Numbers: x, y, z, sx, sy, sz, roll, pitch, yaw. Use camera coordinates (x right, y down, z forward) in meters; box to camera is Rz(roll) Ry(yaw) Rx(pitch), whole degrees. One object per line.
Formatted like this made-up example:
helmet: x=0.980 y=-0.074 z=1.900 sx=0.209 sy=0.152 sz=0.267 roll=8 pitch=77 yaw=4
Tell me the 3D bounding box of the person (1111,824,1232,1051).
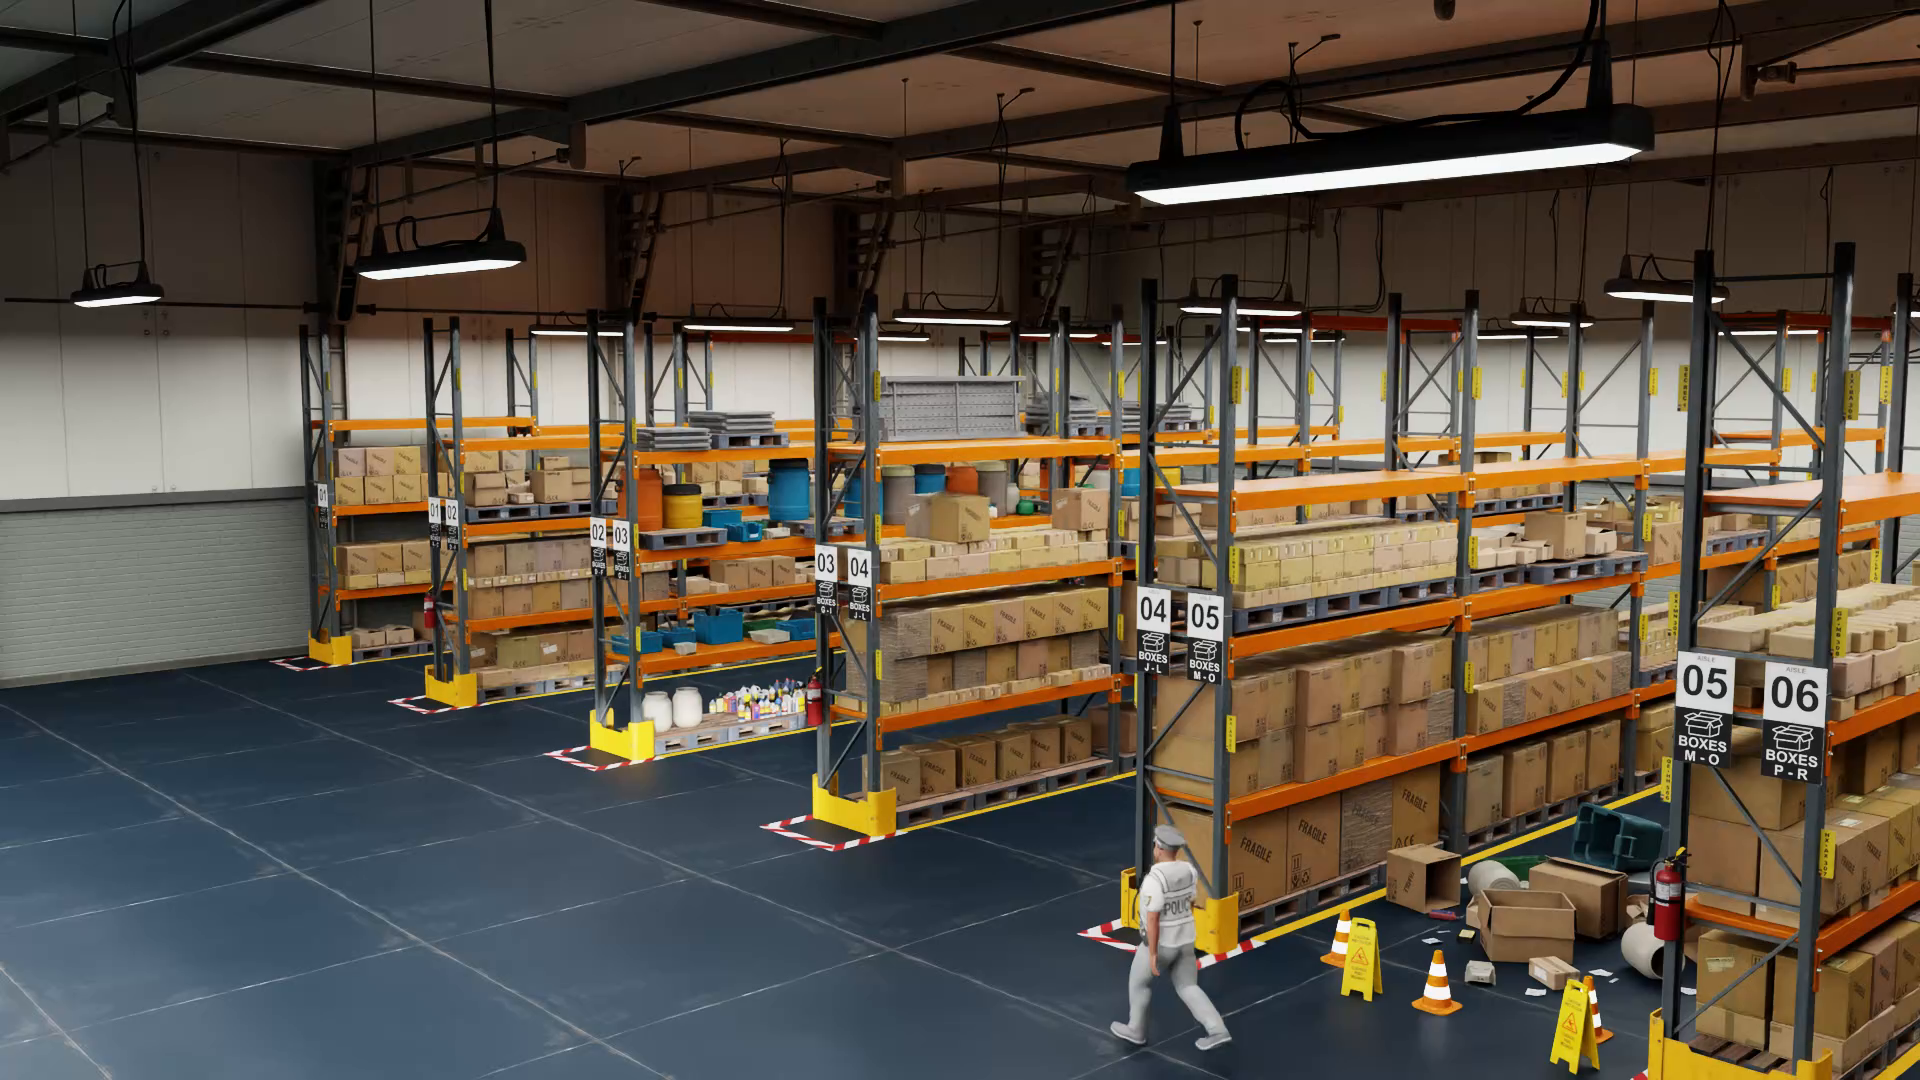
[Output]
person: x=1.590 y=3.024 z=12.599 sx=0.538 sy=1.730 sz=1.019 roll=-5 pitch=8 yaw=-42
